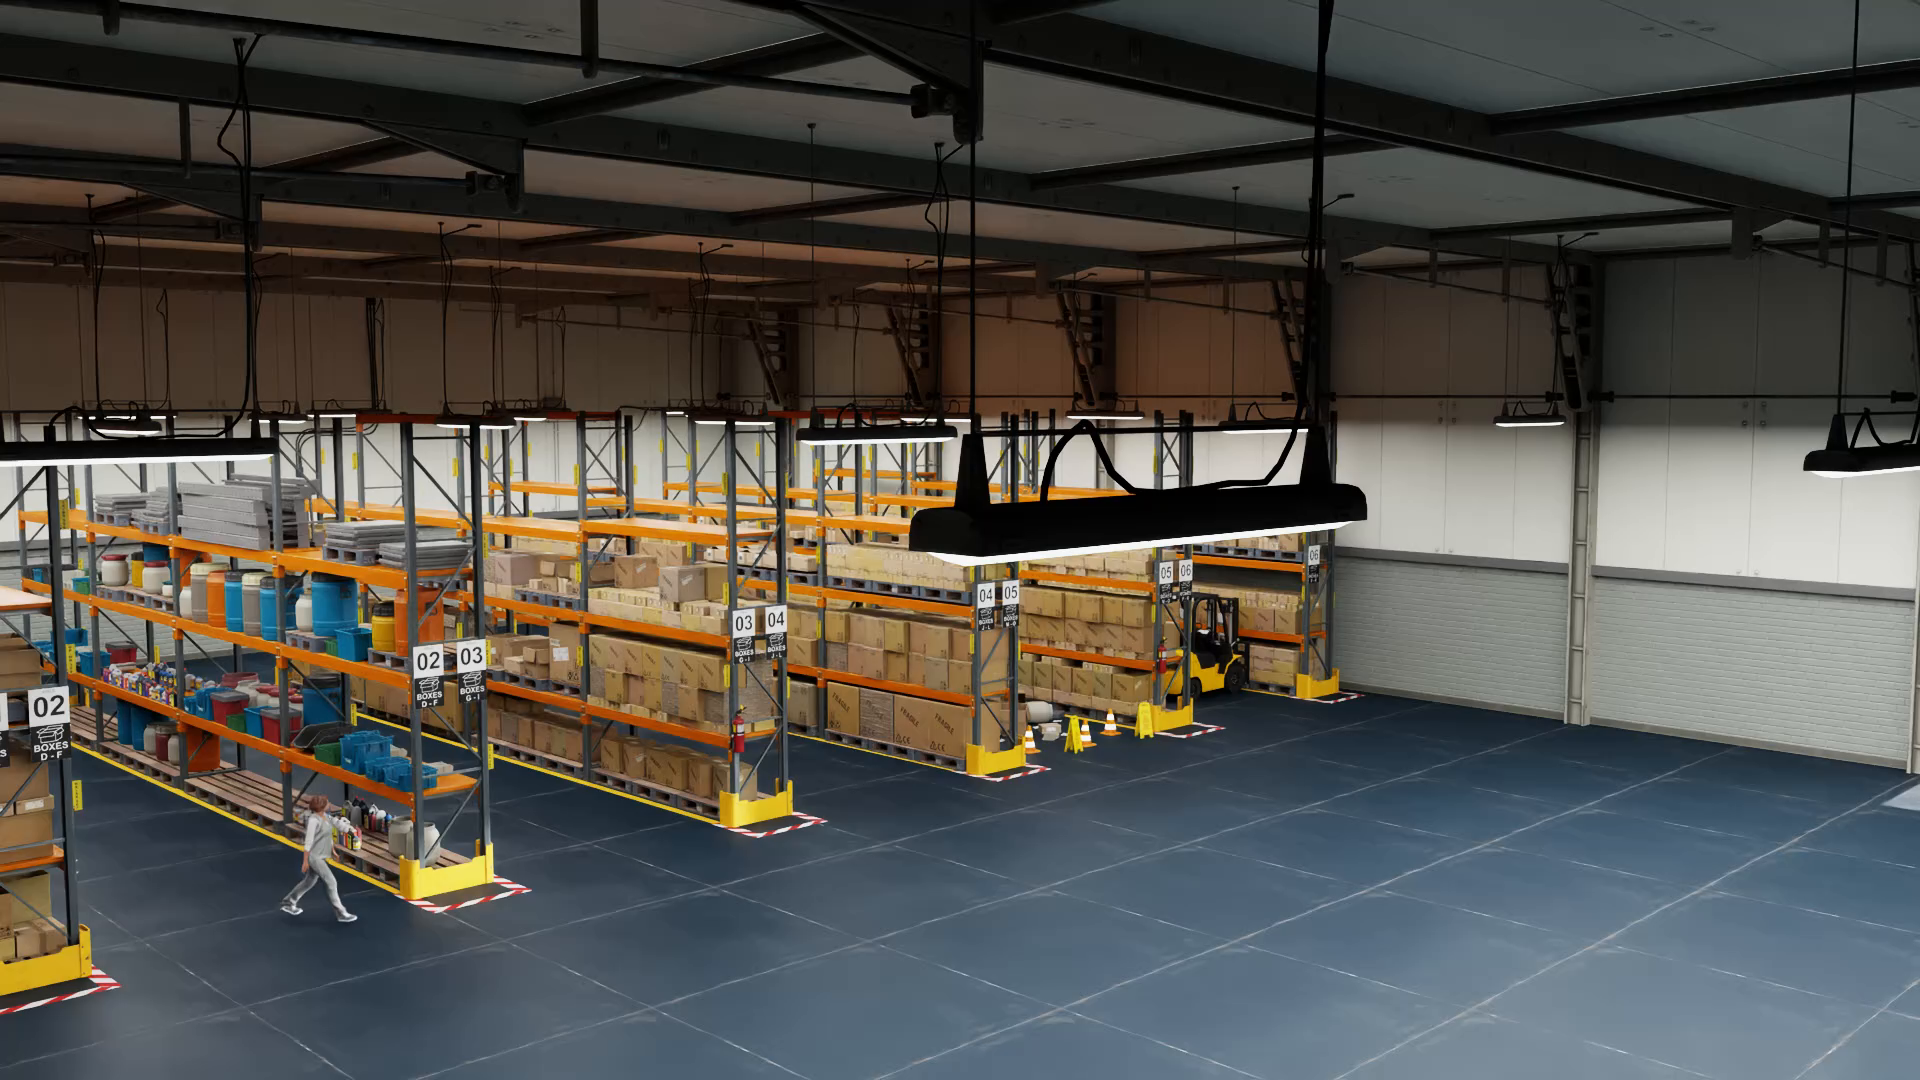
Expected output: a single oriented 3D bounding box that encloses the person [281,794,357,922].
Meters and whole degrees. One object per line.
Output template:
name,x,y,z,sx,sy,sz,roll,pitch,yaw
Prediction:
person,-7.722,3.808,20.024,1.014,1.532,0.482,0,5,5
